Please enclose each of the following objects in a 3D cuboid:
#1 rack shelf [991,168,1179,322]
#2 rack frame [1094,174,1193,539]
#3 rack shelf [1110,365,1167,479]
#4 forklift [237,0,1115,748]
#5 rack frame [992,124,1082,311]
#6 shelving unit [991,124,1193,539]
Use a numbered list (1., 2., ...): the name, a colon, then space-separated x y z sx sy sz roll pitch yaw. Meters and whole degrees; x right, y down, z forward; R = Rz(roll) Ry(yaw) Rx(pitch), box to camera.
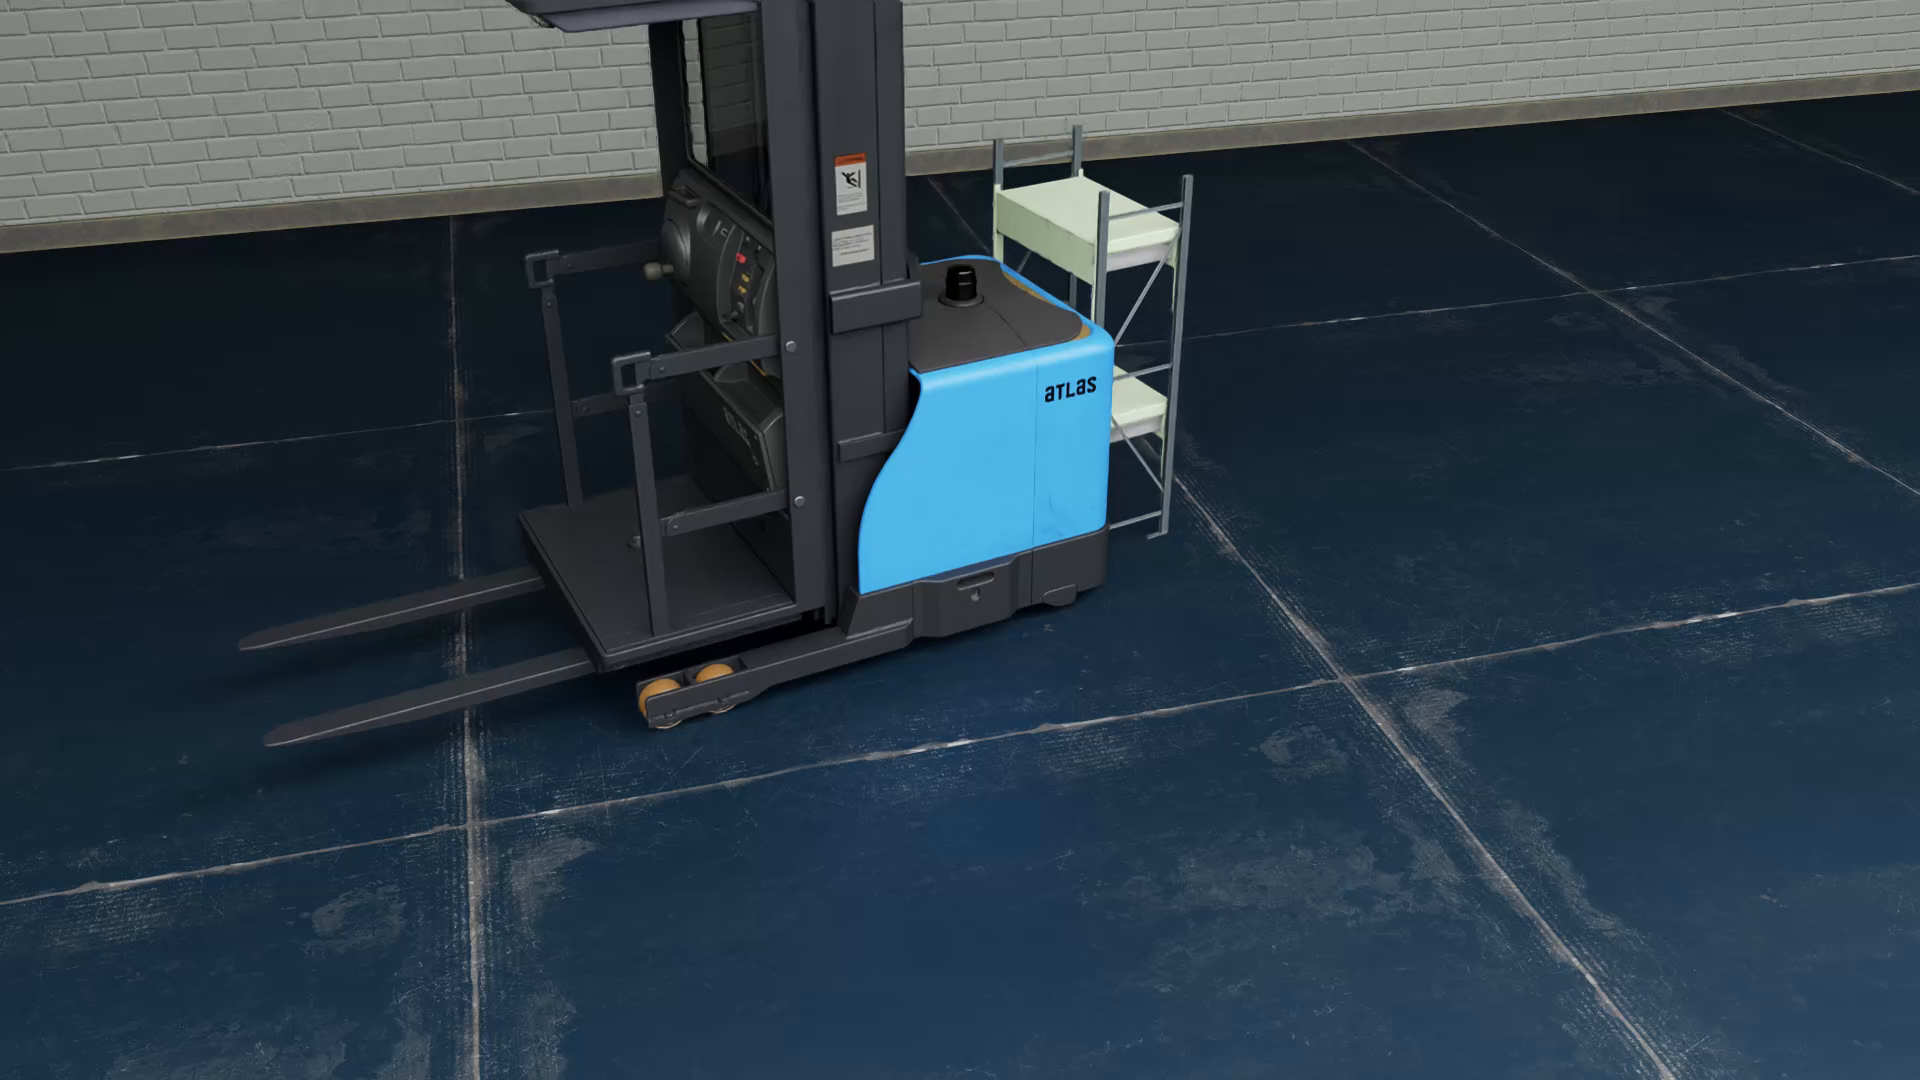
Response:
1. rack shelf: 0.488 -1.128 6.422 0.431 0.370 0.720 -16 34 -25
2. rack frame: 0.670 -0.631 6.342 0.400 1.500 0.023 -16 34 -25
3. rack shelf: 0.488 -0.508 6.781 0.431 0.370 0.720 -16 34 -25
4. forklift: -0.985 -0.930 5.432 3.031 2.935 1.130 -15 33 -24
5. rack frame: 0.307 -0.949 6.892 0.400 1.500 0.023 -16 34 -25
6. shelving unit: 0.488 -0.790 6.617 0.431 1.500 0.755 -16 34 -25
